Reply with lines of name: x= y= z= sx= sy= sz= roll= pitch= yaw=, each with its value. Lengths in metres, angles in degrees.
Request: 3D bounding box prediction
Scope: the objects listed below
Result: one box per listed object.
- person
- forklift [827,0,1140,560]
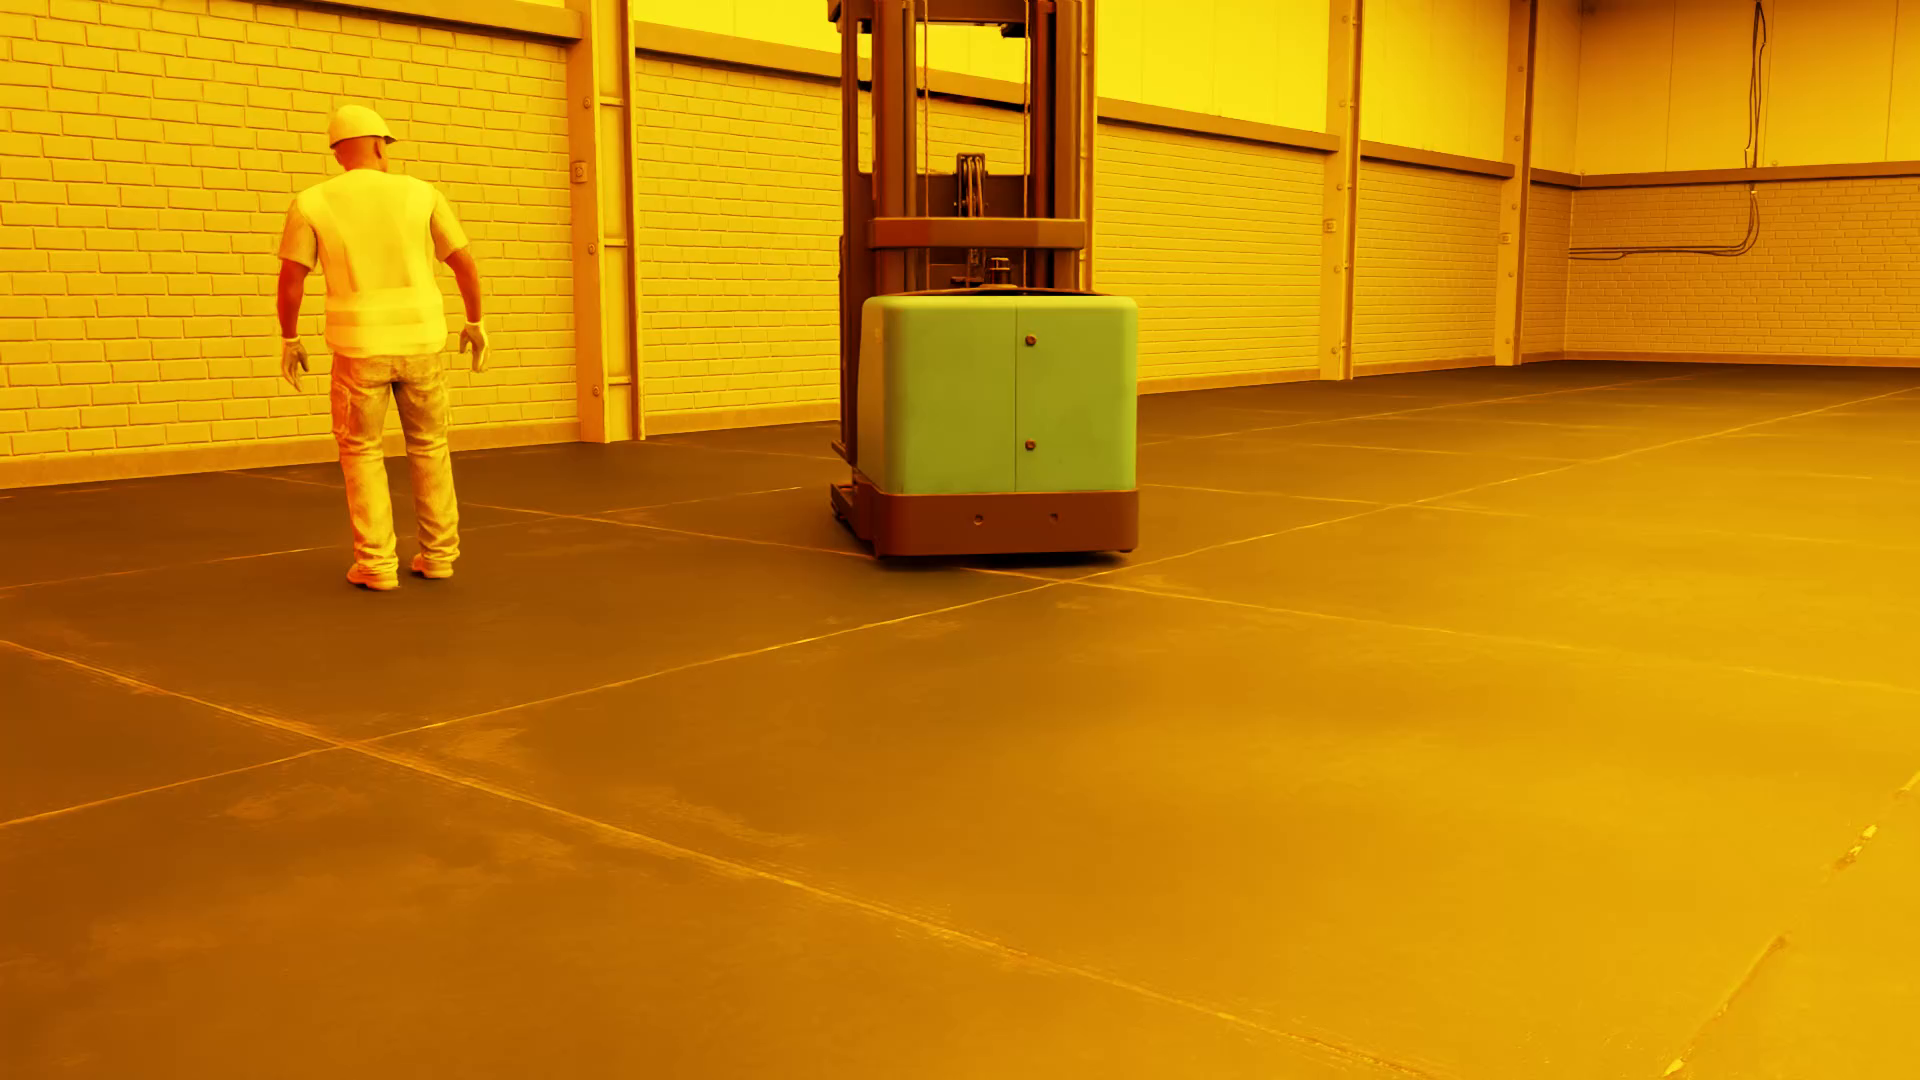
person: x=-2.152 y=-0.719 z=6.224 sx=0.753 sy=1.768 sz=0.492 roll=-4 pitch=9 yaw=-28
forklift: x=-0.033 y=-1.543 z=7.828 sx=1.130 sy=2.935 sz=3.031 roll=-1 pitch=8 yaw=-10
